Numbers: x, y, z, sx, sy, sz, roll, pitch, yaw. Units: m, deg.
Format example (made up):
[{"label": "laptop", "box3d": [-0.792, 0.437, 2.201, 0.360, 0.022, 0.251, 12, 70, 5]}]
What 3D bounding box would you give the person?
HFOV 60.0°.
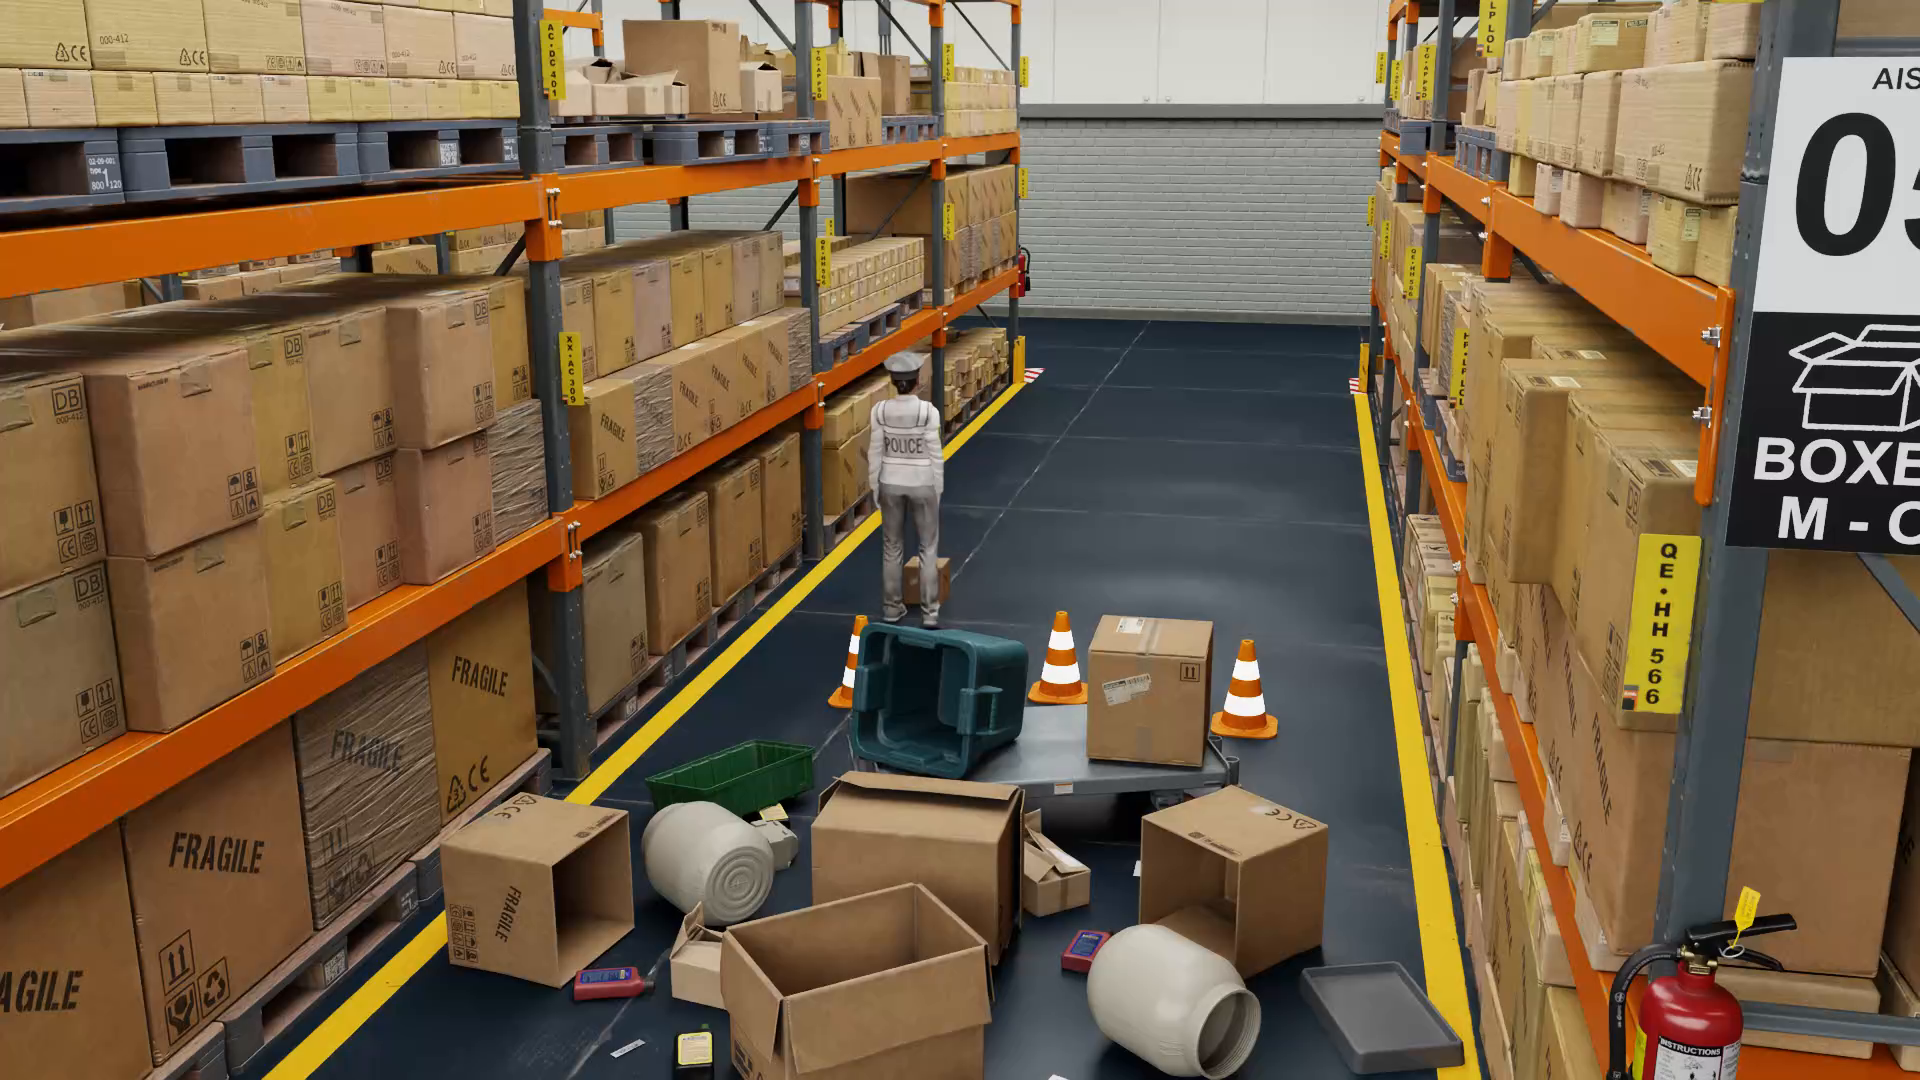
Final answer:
[{"label": "person", "box3d": [-0.325, -0.288, 10.157, 0.473, 1.728, 0.357, 3, 15, 12]}]
